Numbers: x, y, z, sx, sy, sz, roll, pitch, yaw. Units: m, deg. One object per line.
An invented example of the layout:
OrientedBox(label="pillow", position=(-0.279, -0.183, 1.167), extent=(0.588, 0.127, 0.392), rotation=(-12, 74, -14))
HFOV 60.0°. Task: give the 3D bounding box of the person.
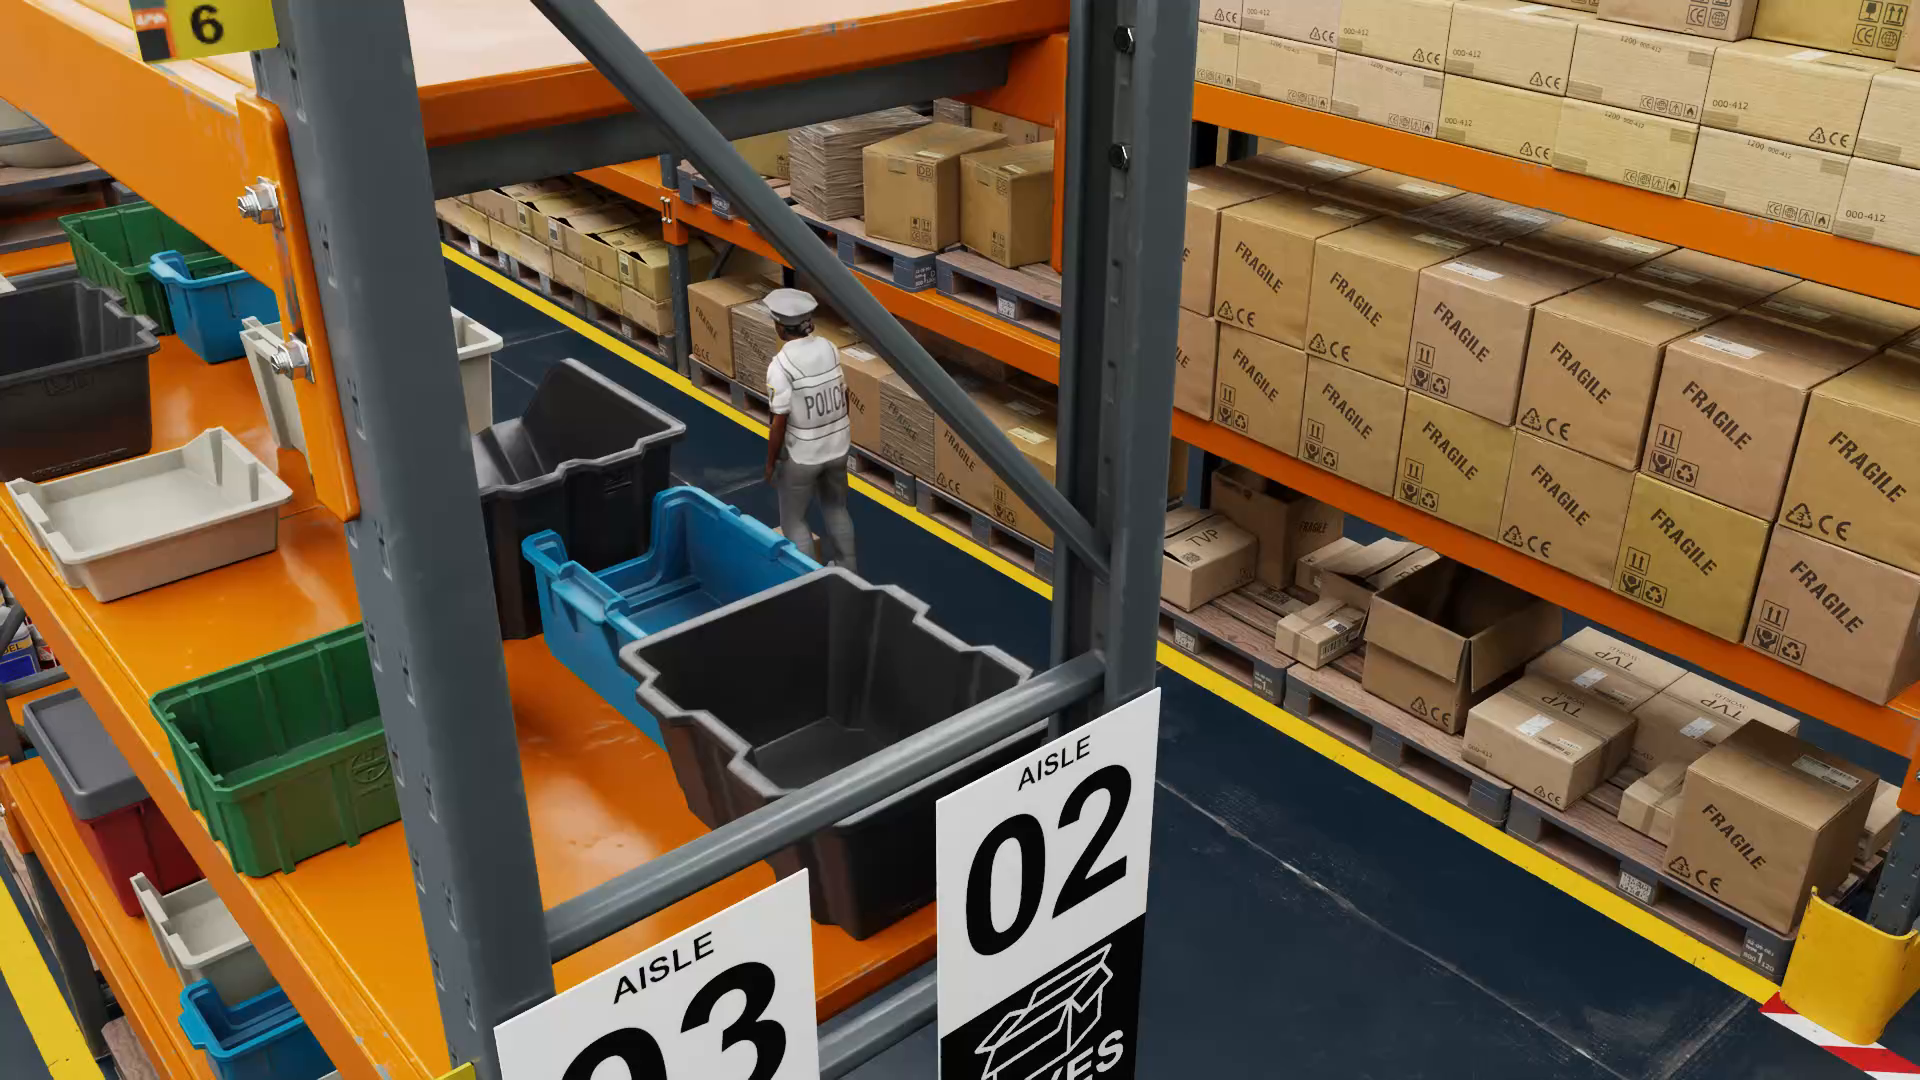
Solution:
OrientedBox(label="person", position=(-0.759, -0.451, 8.455), extent=(0.530, 1.663, 0.391), rotation=(-24, 36, -37))
